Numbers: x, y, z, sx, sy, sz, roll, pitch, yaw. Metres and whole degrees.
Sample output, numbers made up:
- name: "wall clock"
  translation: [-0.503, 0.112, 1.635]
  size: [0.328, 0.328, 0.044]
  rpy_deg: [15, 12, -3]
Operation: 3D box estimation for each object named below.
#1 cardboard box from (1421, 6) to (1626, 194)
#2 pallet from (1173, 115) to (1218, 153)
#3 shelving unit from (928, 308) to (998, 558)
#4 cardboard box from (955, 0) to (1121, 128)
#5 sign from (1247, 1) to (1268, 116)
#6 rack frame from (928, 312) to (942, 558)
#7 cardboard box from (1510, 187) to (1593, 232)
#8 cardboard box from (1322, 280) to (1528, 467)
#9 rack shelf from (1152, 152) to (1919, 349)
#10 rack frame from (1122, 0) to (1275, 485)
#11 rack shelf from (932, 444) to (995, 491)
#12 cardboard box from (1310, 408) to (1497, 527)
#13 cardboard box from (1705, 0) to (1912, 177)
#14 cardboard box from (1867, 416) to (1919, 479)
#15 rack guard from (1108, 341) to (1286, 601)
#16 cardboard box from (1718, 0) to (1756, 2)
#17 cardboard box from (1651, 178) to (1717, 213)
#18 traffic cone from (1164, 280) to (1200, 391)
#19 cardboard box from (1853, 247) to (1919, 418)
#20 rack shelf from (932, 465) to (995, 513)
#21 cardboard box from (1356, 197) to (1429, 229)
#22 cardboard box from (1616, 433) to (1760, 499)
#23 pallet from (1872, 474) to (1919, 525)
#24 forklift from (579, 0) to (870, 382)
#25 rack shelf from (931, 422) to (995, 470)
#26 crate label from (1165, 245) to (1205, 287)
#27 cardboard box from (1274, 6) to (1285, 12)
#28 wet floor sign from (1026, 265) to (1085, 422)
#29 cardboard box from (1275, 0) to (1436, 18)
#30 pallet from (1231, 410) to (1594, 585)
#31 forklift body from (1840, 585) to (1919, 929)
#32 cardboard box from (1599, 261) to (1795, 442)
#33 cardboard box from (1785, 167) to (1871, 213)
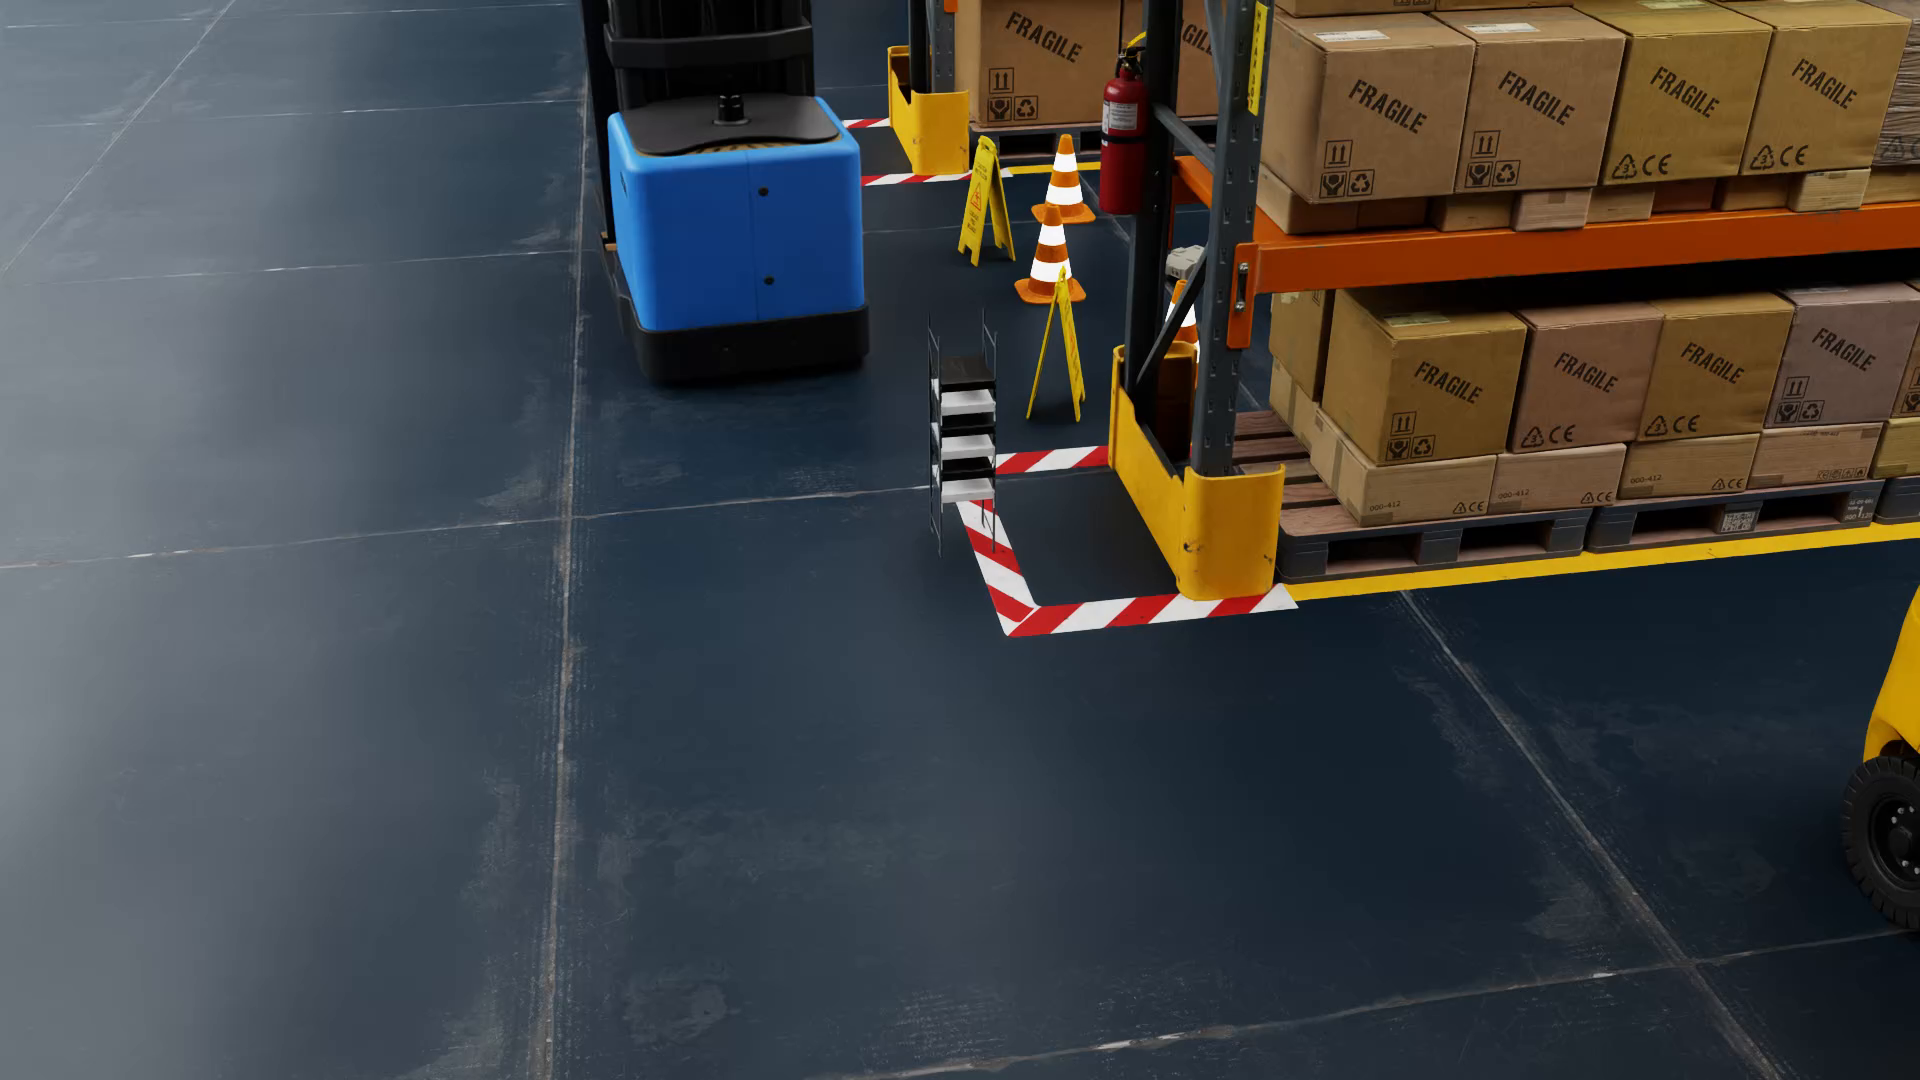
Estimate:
- name: "cardboard box"
  translation: [1.832, -1.491, 5.577]
  size: [0.500, 0.500, 0.500]
  rpy_deg: [-4, 31, -7]
- name: "pallet"
  translation: [1.786, -2.845, 11.021]
  size: [1.213, 0.211, 1.003]
  rpy_deg: [-5, 31, -9]
- name: "shelving unit"
  translation: [0.008, -0.389, 6.165]
  size: [0.210, 0.900, 0.258]
  rpy_deg: [-5, 31, -9]
- name: "cardboard box"
  translation: [0.471, -3.185, 10.531]
  size: [0.875, 0.875, 0.875]
  rpy_deg: [-5, 31, -9]
- name: "sign"
  translation: [0.905, -1.469, 5.076]
  size: [0.005, 0.325, 0.100]
  rpy_deg: [-5, 31, -9]
- name: "rack frame"
  translation: [-0.092, -0.379, 6.149]
  size: [0.006, 0.900, 0.240]
  rpy_deg: [-5, 31, -9]
- name: "cardboard box"
  translation: [1.958, -1.200, 5.721]
  size: [0.250, 0.149, 0.380]
  rpy_deg: [-5, 31, -8]
- name: "cardboard box"
  translation: [1.674, -0.624, 6.051]
  size: [0.500, 0.500, 0.500]
  rpy_deg: [-6, 31, -11]
- name: "rack shelf"
  translation: [2.774, -1.239, 6.249]
  size: [4.000, 0.370, 1.077]
  rpy_deg: [-5, 31, -9]
- name: "rack frame"
  translation: [0.807, -1.366, 5.756]
  size: [0.127, 3.000, 1.000]
  rpy_deg: [-5, 31, -9]
- name: "rack shelf"
  translation: [0.008, -0.282, 6.227]
  size: [0.200, 0.077, 0.258]
  rpy_deg: [-5, 31, -9]
- name: "cardboard box"
  translation: [1.650, -0.298, 6.237]
  size: [0.500, 0.250, 0.500]
  rpy_deg: [-6, 31, -9]
- name: "cardboard box"
  translation: [2.832, -1.589, 5.743]
  size: [0.500, 0.500, 0.500]
  rpy_deg: [-6, 31, -10]
- name: "cardboard box"
  translation: [3.687, -0.486, 6.557]
  size: [0.500, 0.250, 0.500]
  rpy_deg: [-6, 31, -10]
- name: "rack guard"
  translation: [0.882, -0.296, 6.401]
  size: [0.348, 0.500, 1.175]
  rpy_deg: [-5, 31, -9]
- name: "cardboard box"
  translation: [2.768, -2.241, 5.865]
  size: [0.500, 0.500, 0.700]
  rpy_deg: [-5, 31, -9]
- name: "cardboard box"
  translation: [2.455, -1.294, 5.882]
  size: [0.250, 0.149, 0.380]
  rpy_deg: [-4, 31, -7]
- name: "traffic cone"
  translation: [0.998, -0.955, 7.560]
  size: [0.334, 0.463, 0.336]
  rpy_deg: [-5, 31, -9]
- name: "cardboard box"
  translation: [3.708, -0.815, 6.378]
  size: [0.500, 0.500, 0.500]
  rpy_deg: [-5, 31, -8]
- name: "rack shelf"
  translation: [0.008, -0.205, 6.273]
  size: [0.200, 0.077, 0.258]
  rpy_deg: [-5, 31, -9]
- name: "cardboard box"
  translation: [1.424, -1.216, 5.748]
  size: [0.250, 0.149, 0.380]
  rpy_deg: [-5, 31, -8]
- name: "cardboard box"
  translation: [2.688, -0.397, 6.406]
  size: [0.500, 0.250, 0.500]
  rpy_deg: [-3, 31, -6]
- name: "pallet"
  translation: [4.087, -0.451, 6.950]
  size: [1.213, 0.211, 1.003]
  rpy_deg: [-5, 31, -9]
- name: "forklift"
  translation: [-1.323, -2.709, 8.107]
  size: [1.130, 2.935, 3.031]
  rpy_deg: [-8, 31, -14]
- name: "rack shelf"
  translation: [0.008, -0.360, 6.182]
  size: [0.200, 0.077, 0.258]
  rpy_deg: [-5, 31, -9]
- name: "crate label"
  translation: [1.226, -1.440, 8.705]
  size: [0.298, 0.136, 0.250]
  rpy_deg: [-23, 38, -34]
- name: "cardboard box"
  translation: [1.291, -1.725, 5.973]
  size: [0.500, 0.500, 0.500]
  rpy_deg: [-6, 31, -10]
- name: "wet floor sign"
  translation: [0.428, -0.868, 7.231]
  size: [0.232, 0.644, 0.267]
  rpy_deg: [5, 31, 8]
- name: "cardboard box"
  translation: [1.270, -2.124, 5.666]
  size: [0.500, 0.500, 0.700]
  rpy_deg: [-6, 31, -10]
- name: "pallet"
  translation: [1.687, -0.228, 6.571]
  size: [1.213, 0.211, 1.003]
  rpy_deg: [-5, 31, -9]
- name: "forklift body"
  translation: [3.242, 0.391, 3.604]
  size: [1.214, 2.155, 2.313]
  rpy_deg: [-5, 31, -9]
- name: "cardboard box"
  translation: [2.682, -0.715, 6.207]
  size: [0.500, 0.500, 0.500]
  rpy_deg: [-5, 31, -8]
- name: "cardboard box"
  translation: [2.978, -1.297, 5.887]
  size: [0.250, 0.149, 0.380]
  rpy_deg: [-5, 31, -9]
